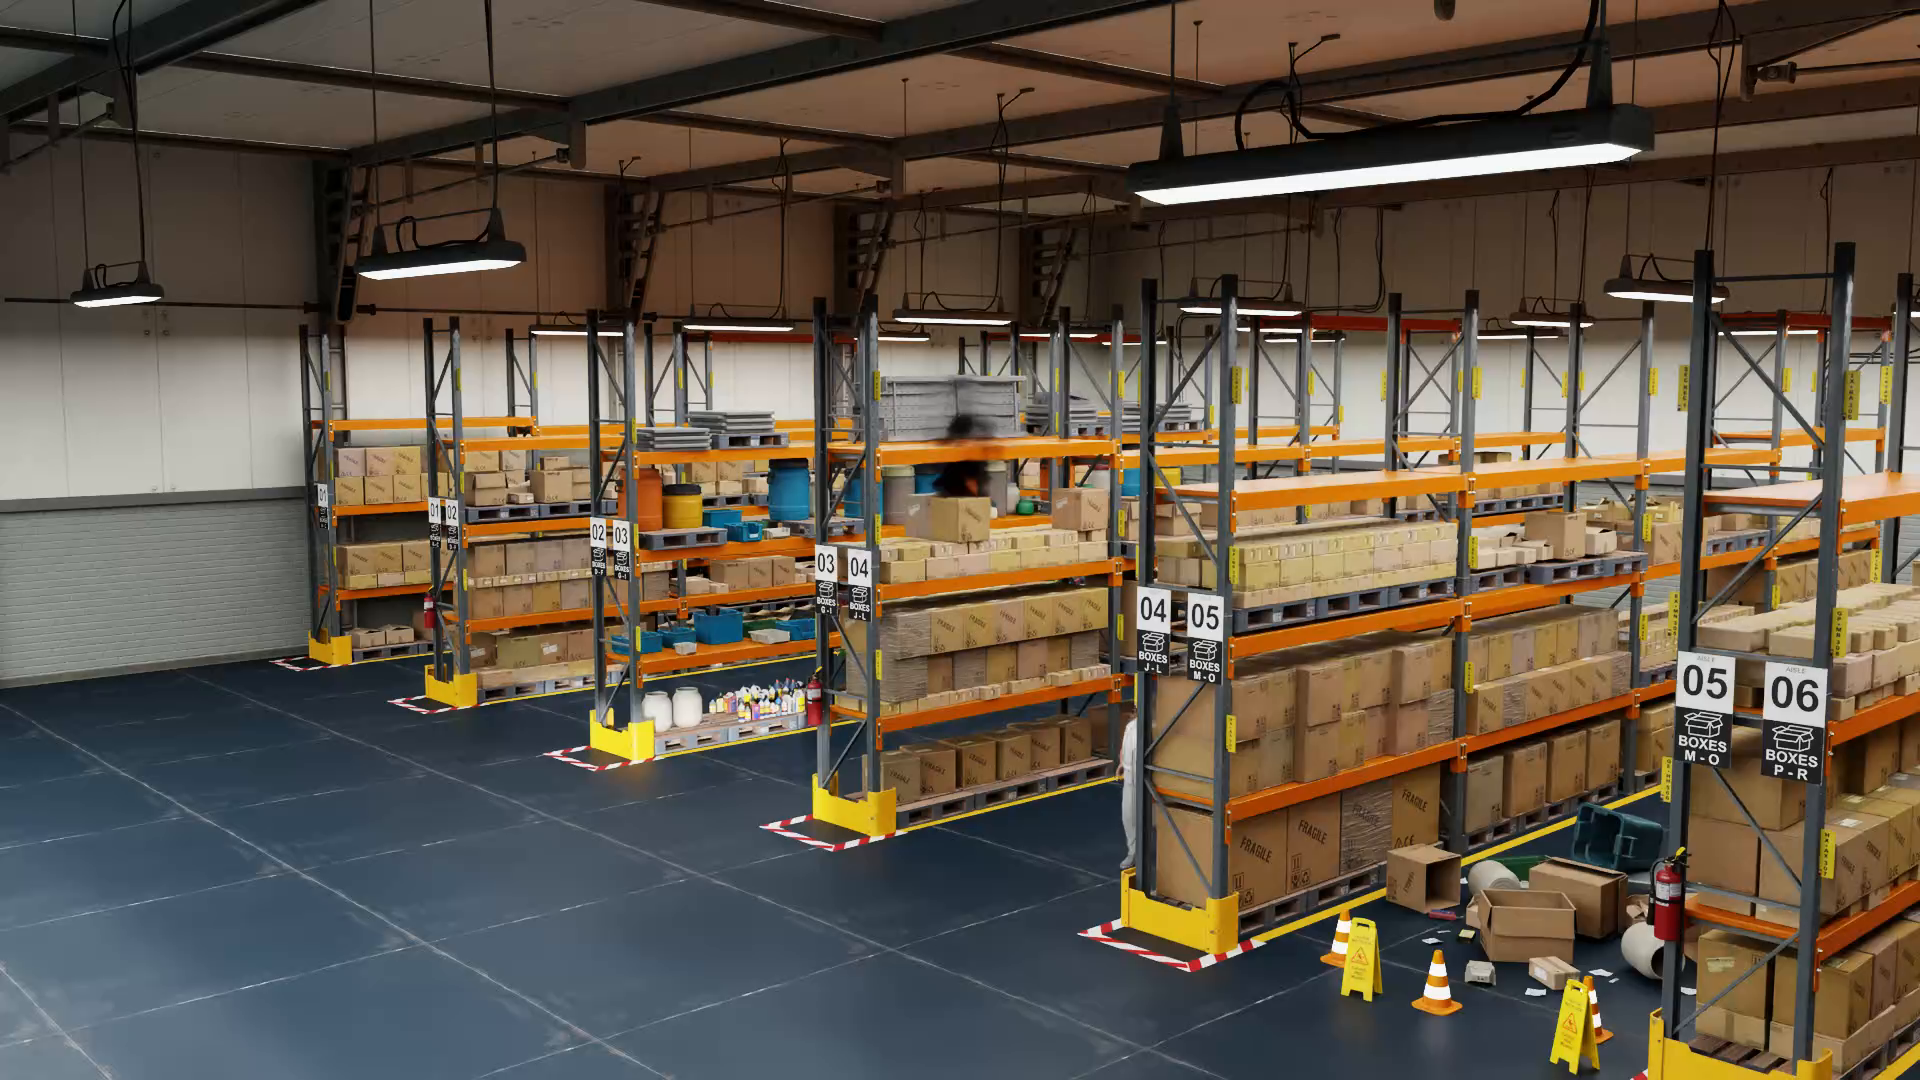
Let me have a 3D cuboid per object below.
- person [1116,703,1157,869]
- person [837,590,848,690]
[{"bbox_3d":[1.934,2.524,17.527,0.671,1.775,0.751,5,7,39],"label":"person"},{"bbox_3d":[-1.733,1.540,27.227,0.741,1.767,0.667,-5,8,-42],"label":"person"}]
